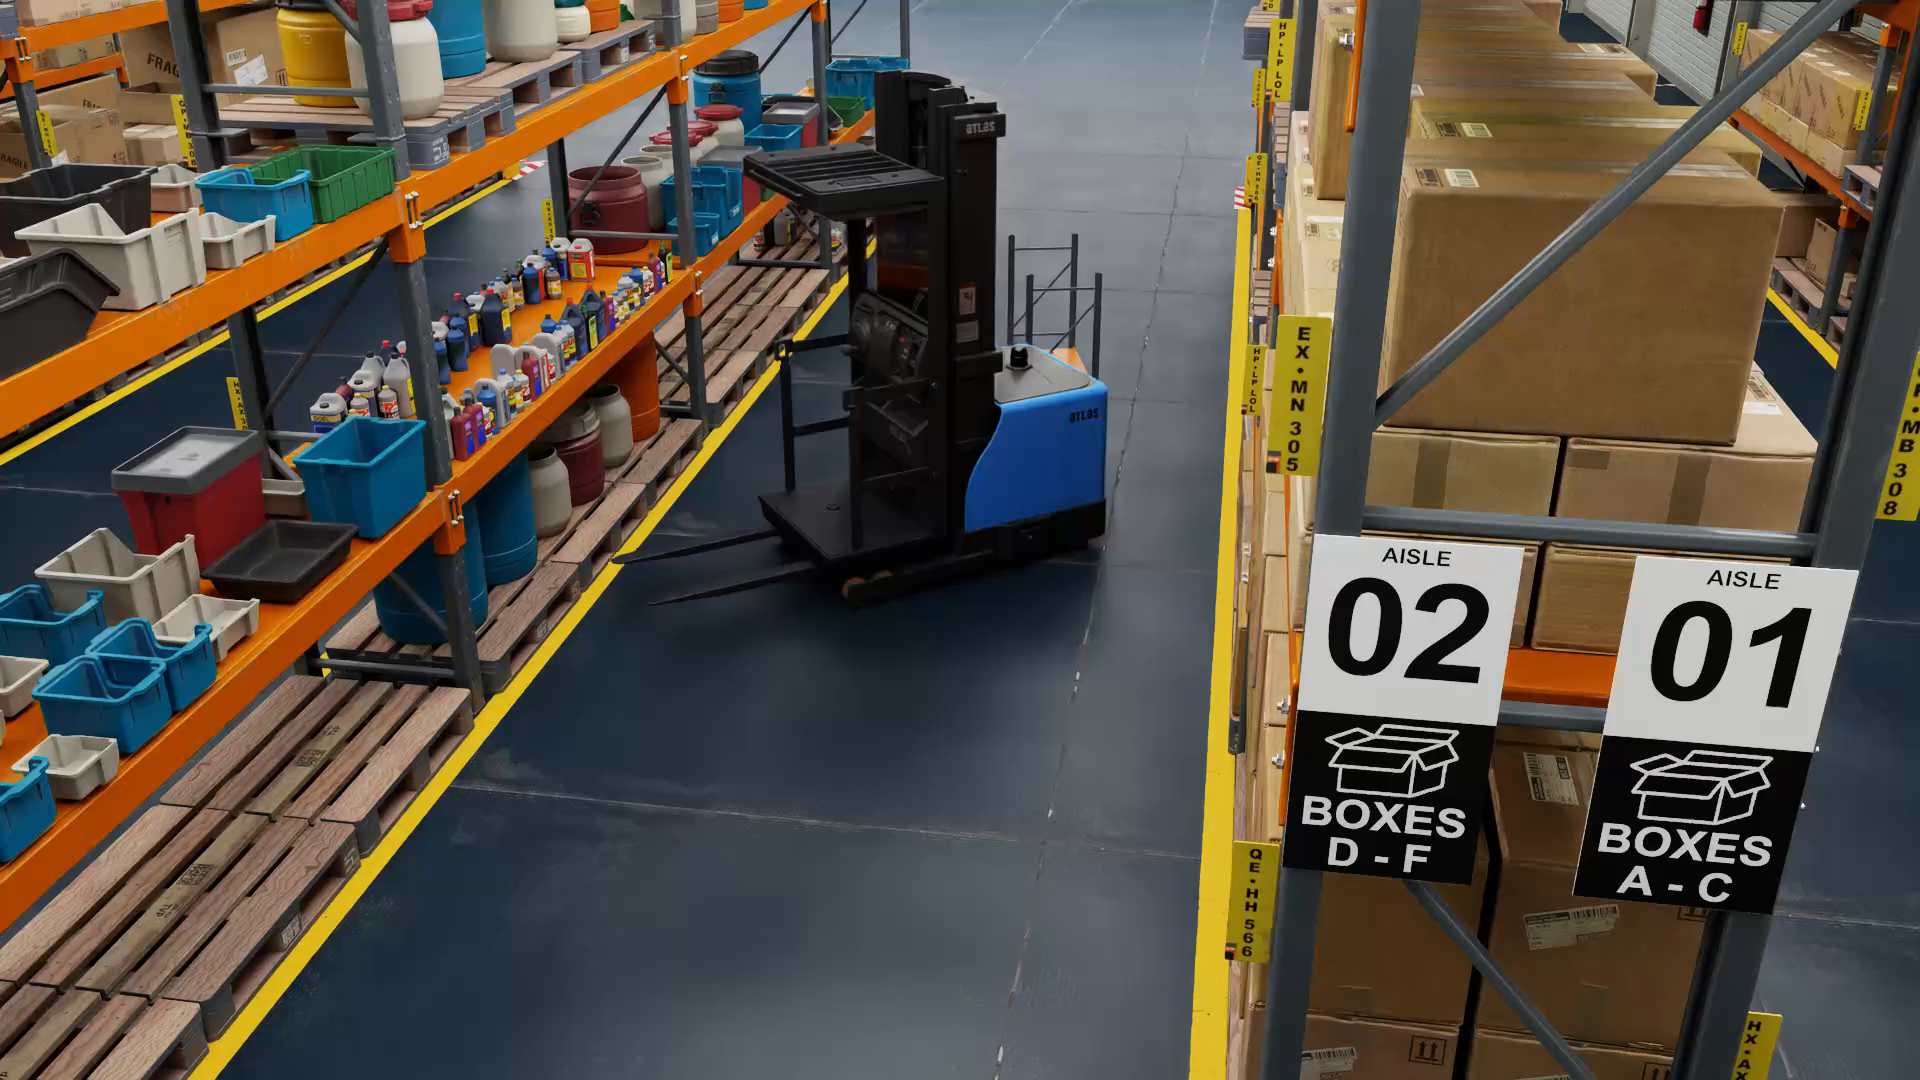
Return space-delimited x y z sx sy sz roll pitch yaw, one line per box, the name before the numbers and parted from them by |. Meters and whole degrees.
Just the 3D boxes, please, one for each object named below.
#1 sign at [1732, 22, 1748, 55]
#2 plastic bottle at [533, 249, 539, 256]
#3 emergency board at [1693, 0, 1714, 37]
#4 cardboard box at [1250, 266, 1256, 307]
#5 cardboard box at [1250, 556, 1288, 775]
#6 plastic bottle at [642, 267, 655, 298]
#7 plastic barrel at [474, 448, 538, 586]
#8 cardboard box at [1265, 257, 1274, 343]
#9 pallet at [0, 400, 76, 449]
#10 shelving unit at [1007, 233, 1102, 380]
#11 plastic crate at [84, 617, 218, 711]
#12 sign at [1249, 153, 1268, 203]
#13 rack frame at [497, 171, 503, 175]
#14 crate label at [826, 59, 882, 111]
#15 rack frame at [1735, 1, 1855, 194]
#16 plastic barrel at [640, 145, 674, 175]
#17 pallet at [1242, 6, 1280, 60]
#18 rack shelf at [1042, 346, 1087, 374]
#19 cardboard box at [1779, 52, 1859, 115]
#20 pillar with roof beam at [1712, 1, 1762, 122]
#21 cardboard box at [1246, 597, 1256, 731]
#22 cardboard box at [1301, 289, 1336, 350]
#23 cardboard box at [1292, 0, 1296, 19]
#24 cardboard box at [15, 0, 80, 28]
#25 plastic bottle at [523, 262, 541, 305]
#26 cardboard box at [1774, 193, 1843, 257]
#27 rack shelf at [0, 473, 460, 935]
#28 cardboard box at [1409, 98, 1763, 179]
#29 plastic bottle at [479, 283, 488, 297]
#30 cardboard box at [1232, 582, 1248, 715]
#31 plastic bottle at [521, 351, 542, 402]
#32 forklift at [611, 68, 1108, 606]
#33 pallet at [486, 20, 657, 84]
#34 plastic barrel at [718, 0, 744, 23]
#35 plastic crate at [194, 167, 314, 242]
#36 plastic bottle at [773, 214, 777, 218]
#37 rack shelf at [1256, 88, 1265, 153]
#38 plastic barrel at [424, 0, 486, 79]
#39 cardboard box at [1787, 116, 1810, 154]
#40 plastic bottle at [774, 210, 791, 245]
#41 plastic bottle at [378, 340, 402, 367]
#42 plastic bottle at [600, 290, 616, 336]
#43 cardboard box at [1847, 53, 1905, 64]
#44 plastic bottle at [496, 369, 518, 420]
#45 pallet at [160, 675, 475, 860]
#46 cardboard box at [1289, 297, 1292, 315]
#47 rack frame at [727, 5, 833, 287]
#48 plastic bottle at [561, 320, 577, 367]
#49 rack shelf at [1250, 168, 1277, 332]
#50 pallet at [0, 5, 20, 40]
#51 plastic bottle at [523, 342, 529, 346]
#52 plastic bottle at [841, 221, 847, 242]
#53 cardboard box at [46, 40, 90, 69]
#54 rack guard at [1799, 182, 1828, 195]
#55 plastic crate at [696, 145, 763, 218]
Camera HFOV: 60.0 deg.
sign | 8.166 -5.250 17.407 0.100 0.325 0.005 4 25 9
plastic bottle | -2.868 -1.815 11.227 0.061 0.283 0.133 4 25 9
emergency board | 10.862 -8.008 24.320 0.194 1.169 0.643 4 25 9
cardboard box | 2.676 -2.107 13.799 0.500 0.311 0.500 3 25 7
cardboard box | 1.162 0.398 5.064 0.500 0.500 0.500 5 25 10
plastic bottle | -2.100 -1.729 11.139 0.097 0.201 0.097 0 25 0
plastic barrel | -2.812 -0.250 9.726 0.600 0.901 0.708 4 25 9
cardboard box | 2.176 -1.411 9.613 0.700 0.500 0.500 9 27 18
pallet | -7.470 -0.917 12.459 1.003 0.211 1.213 4 25 9
shelving unit | 0.643 -1.286 11.729 0.587 1.500 1.083 -2 25 -5
plastic crate | -3.058 0.477 6.320 0.416 0.233 0.300 4 25 9
sign | 1.958 -2.378 10.926 0.100 0.325 0.005 4 25 9
rack frame | -5.959 -5.850 19.710 1.000 3.000 0.127 4 25 9
crate label | -1.107 -4.734 17.284 0.502 0.435 0.616 4 25 9
rack frame | 8.701 -4.820 17.510 1.000 3.000 0.127 4 25 9
plastic barrel | -2.354 -2.833 13.132 0.421 0.512 0.421 0 25 0
pallet | 2.529 -3.379 11.116 1.213 0.211 1.003 5 26 11
rack shelf | 0.642 -1.127 11.813 0.538 0.185 1.000 -2 25 -5
cardboard box | 8.073 -4.284 15.633 0.500 0.500 0.500 5 26 10
pillar with roof beam | 6.174 -9.993 21.483 9.100 9.000 0.400 4 25 9
cardboard box | 1.336 0.429 6.177 0.500 0.500 0.500 4 25 8
cardboard box | 1.112 -0.429 4.177 0.500 0.250 0.500 4 25 9
cardboard box | 2.468 -3.035 10.040 0.910 0.500 0.500 4 25 9
cardboard box | -6.939 -3.974 12.340 0.500 0.250 0.500 4 25 9
plastic bottle | -2.831 -1.700 10.995 0.097 0.271 0.097 0 25 0
cardboard box | 8.237 -3.063 16.184 0.700 0.500 0.500 2 25 5
rack shelf | -3.361 0.674 6.620 1.077 0.370 4.000 4 25 9
cardboard box | 1.432 -0.746 3.970 0.700 0.500 0.500 4 25 9
plastic bottle | -3.004 -1.469 10.489 0.061 0.283 0.133 4 25 9
cardboard box | 1.650 0.563 8.438 0.500 0.500 0.500 4 25 8
plastic bottle | -2.408 -0.930 9.337 0.061 0.283 0.133 4 25 9
forklift | -0.608 -1.191 9.837 3.031 2.935 1.130 -13 28 -26
pallet | -2.602 -3.121 10.564 1.003 0.211 1.213 4 25 9
plastic barrel | -1.925 -4.316 12.388 0.600 0.830 0.708 4 25 9
plastic crate | -2.868 -1.368 6.793 0.416 0.233 0.300 4 25 9
plastic bottle | -1.874 -3.203 16.660 0.144 0.351 0.185 3 25 6
rack shelf | 3.487 -4.000 16.606 1.077 0.370 4.000 4 25 9
plastic barrel | -2.906 -2.988 8.971 0.600 0.901 0.708 4 25 9
cardboard box | 7.982 -3.727 15.327 0.500 0.250 0.500 4 25 8
plastic bottle | -1.763 -3.113 16.468 0.144 0.351 0.185 4 25 9
plastic bottle | -3.176 -0.950 9.300 0.144 0.351 0.185 4 25 9
plastic bottle | -2.212 -1.431 10.407 0.061 0.283 0.133 4 25 9
cardboard box | 8.579 -4.252 15.565 0.500 0.500 0.500 4 25 9
plastic bottle | -2.477 -0.797 9.065 0.097 0.271 0.097 0 25 0
pallet | -3.116 1.085 8.183 1.003 0.211 1.213 4 25 9
cardboard box | 1.281 -0.620 5.176 0.500 0.250 0.500 4 25 9
rack frame | -1.726 -3.834 15.402 1.000 3.000 0.127 4 25 9
plastic bottle | -2.331 -1.169 9.860 0.097 0.271 0.097 0 25 0
rack shelf | 2.833 -2.327 13.031 1.077 0.370 4.000 4 25 9
pallet | -7.319 -3.504 11.383 1.213 0.211 1.003 5 26 11
plastic bottle | -2.519 -1.050 9.690 0.097 0.201 0.097 0 25 0
plastic bottle | -1.185 -3.142 16.531 0.144 0.351 0.185 5 25 10
cardboard box | -10.920 -5.914 19.669 0.875 0.550 0.550 4 25 9
rack guard | 8.689 -3.657 17.972 1.175 0.500 0.348 4 25 9
plastic crate | -1.814 -2.845 13.213 0.402 0.464 0.583 4 25 9
